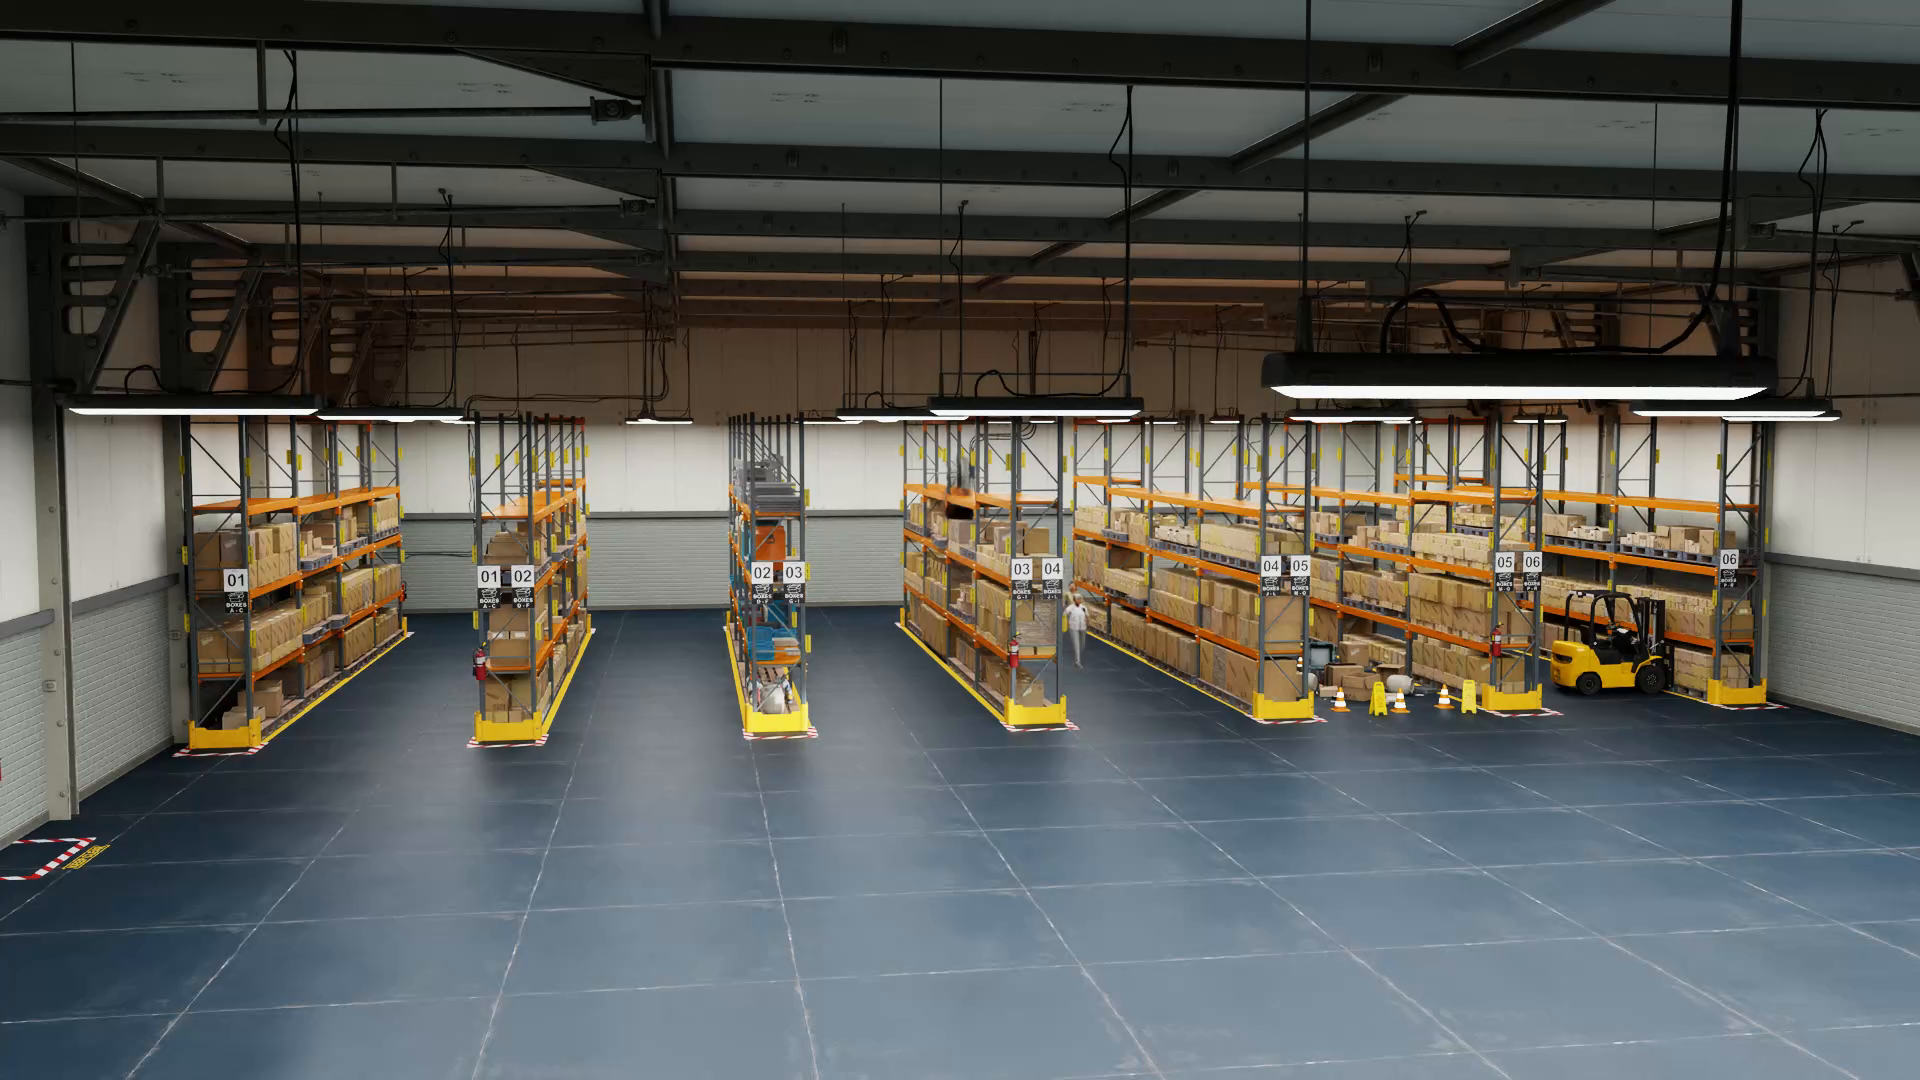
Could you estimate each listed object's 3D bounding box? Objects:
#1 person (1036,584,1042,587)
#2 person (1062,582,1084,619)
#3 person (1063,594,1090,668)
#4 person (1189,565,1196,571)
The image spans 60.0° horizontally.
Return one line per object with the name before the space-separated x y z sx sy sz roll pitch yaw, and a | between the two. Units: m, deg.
person | 2.203 1.728 46.978 0.580 1.631 0.662 0 4 -4
person | 2.953 1.863 43.268 0.584 1.564 0.590 0 4 -6
person | 2.660 2.058 37.715 0.620 1.675 0.786 -1 4 -17
person | 7.029 1.441 50.512 0.598 1.728 0.702 -1 4 -11
